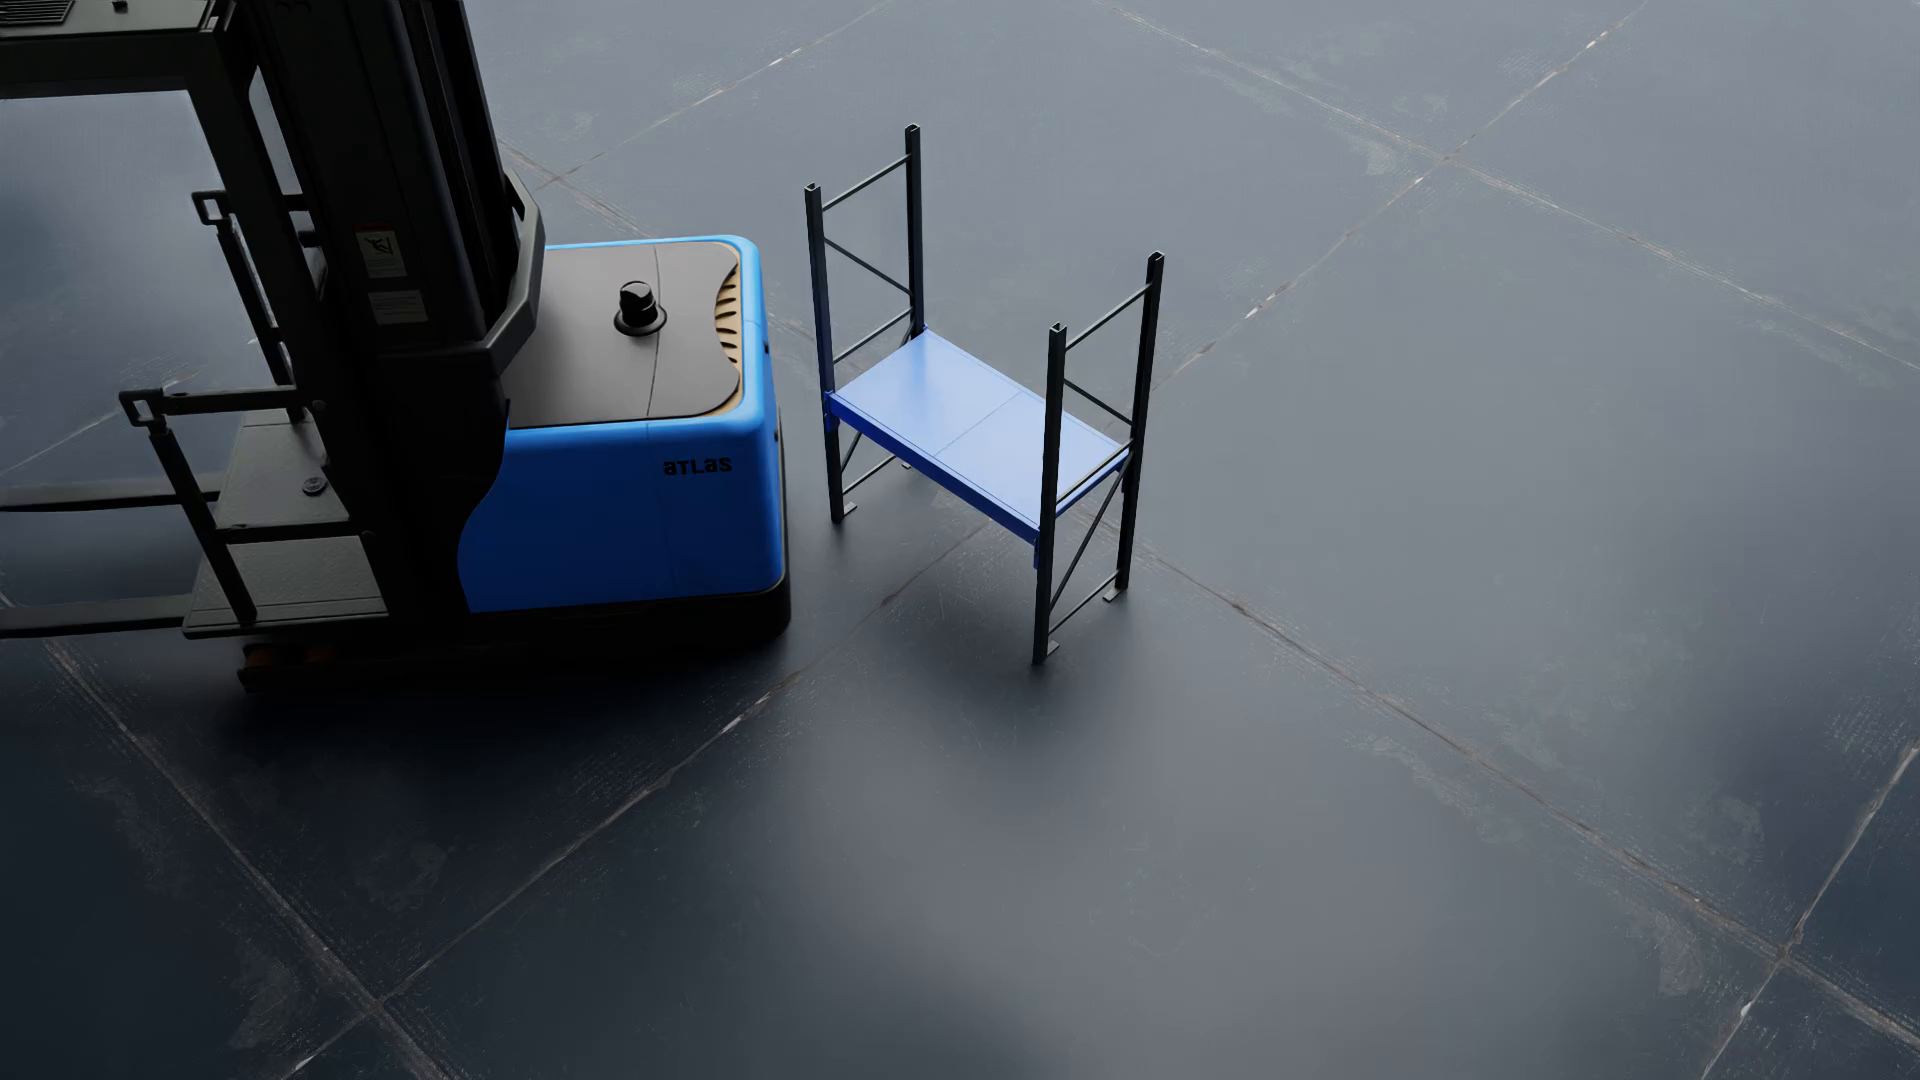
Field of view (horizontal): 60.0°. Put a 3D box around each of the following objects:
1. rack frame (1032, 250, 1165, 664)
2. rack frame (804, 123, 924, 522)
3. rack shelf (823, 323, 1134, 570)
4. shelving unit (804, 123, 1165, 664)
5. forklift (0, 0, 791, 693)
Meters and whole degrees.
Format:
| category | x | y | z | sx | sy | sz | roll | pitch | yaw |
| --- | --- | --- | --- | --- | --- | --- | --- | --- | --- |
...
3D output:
| category | x | y | z | sx | sy | sz | roll | pitch | yaw |
| --- | --- | --- | --- | --- | --- | --- | --- | --- | --- |
| rack frame | 0.436 | -0.220 | 5.428 | 0.032 | 1.500 | 0.500 | 34 | 55 | 28 |
| rack frame | -0.311 | -0.723 | 5.900 | 0.032 | 1.500 | 0.500 | 34 | 55 | 28 |
| rack shelf | 0.063 | -0.348 | 5.795 | 1.000 | 0.185 | 0.538 | 34 | 55 | 28 |
| shelving unit | 0.063 | -0.471 | 5.664 | 1.048 | 1.500 | 0.538 | 34 | 55 | 28 |
| forklift | -2.149 | -0.881 | 5.067 | 3.031 | 2.935 | 1.130 | -4 | 47 | -4 |
